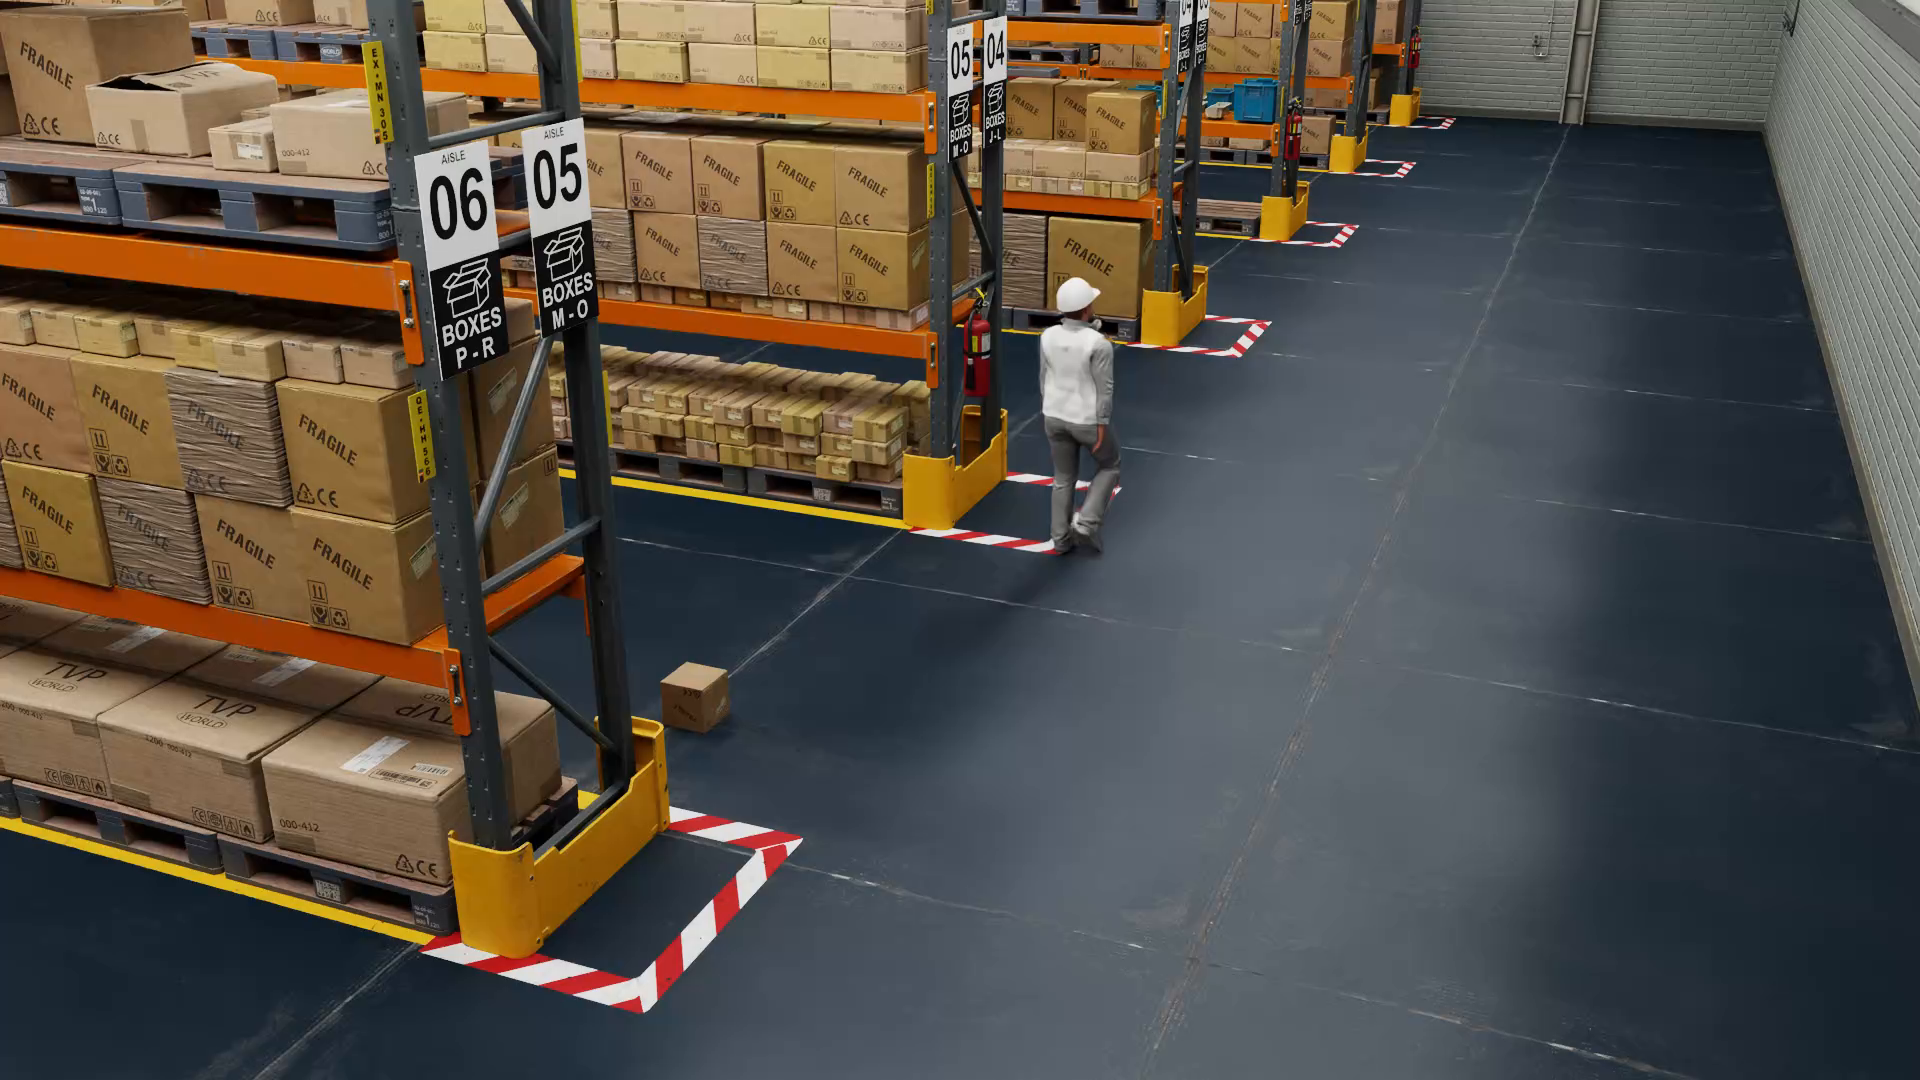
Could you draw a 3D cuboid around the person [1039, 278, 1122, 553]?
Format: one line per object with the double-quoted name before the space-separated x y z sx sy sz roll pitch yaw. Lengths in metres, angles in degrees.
"person" 0.759 -0.772 10.421 0.536 1.797 0.454 13 25 28
